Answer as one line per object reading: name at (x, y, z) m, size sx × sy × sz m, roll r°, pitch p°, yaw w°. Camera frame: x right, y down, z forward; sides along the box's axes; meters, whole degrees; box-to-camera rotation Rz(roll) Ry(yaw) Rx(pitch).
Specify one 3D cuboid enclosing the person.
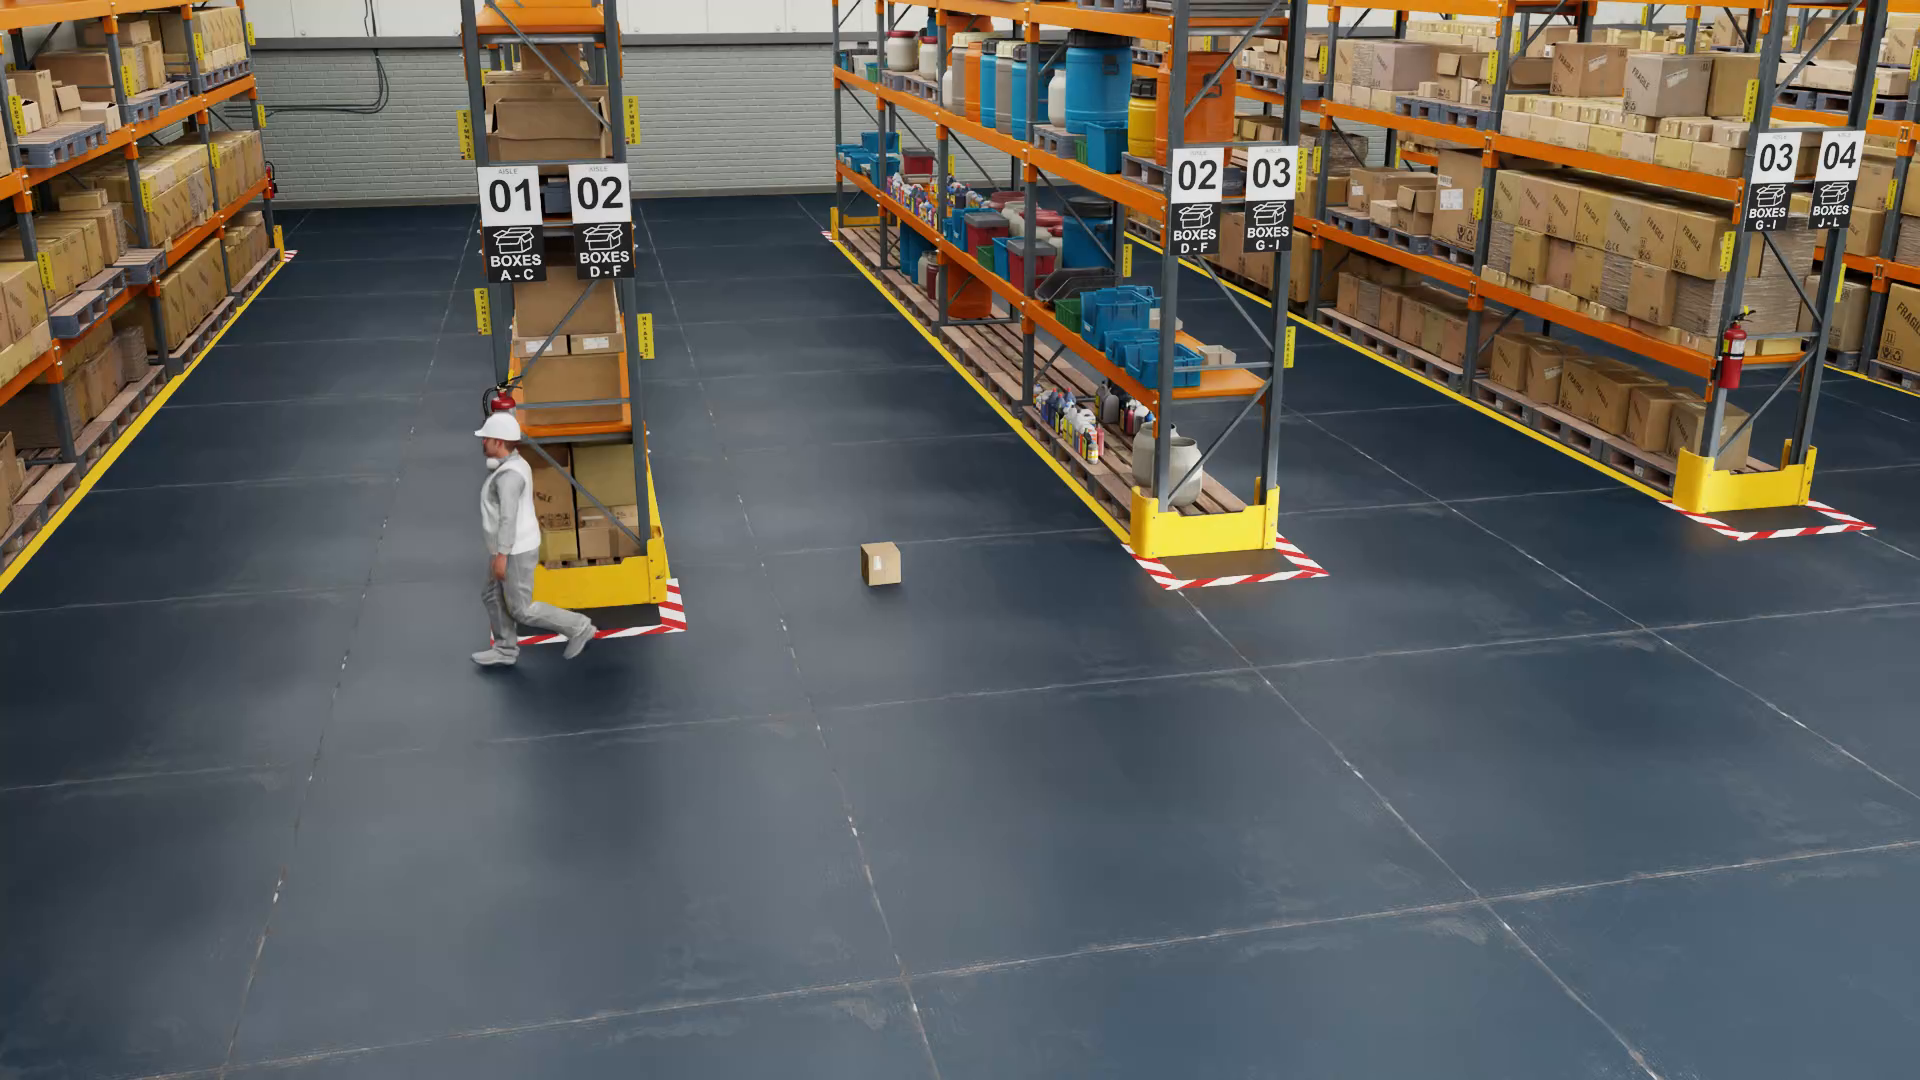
person at (-2.884, 0.015, 10.992) m, size 0.840 × 1.745 × 0.576 m, roll -5°, pitch 20°, yaw -14°
